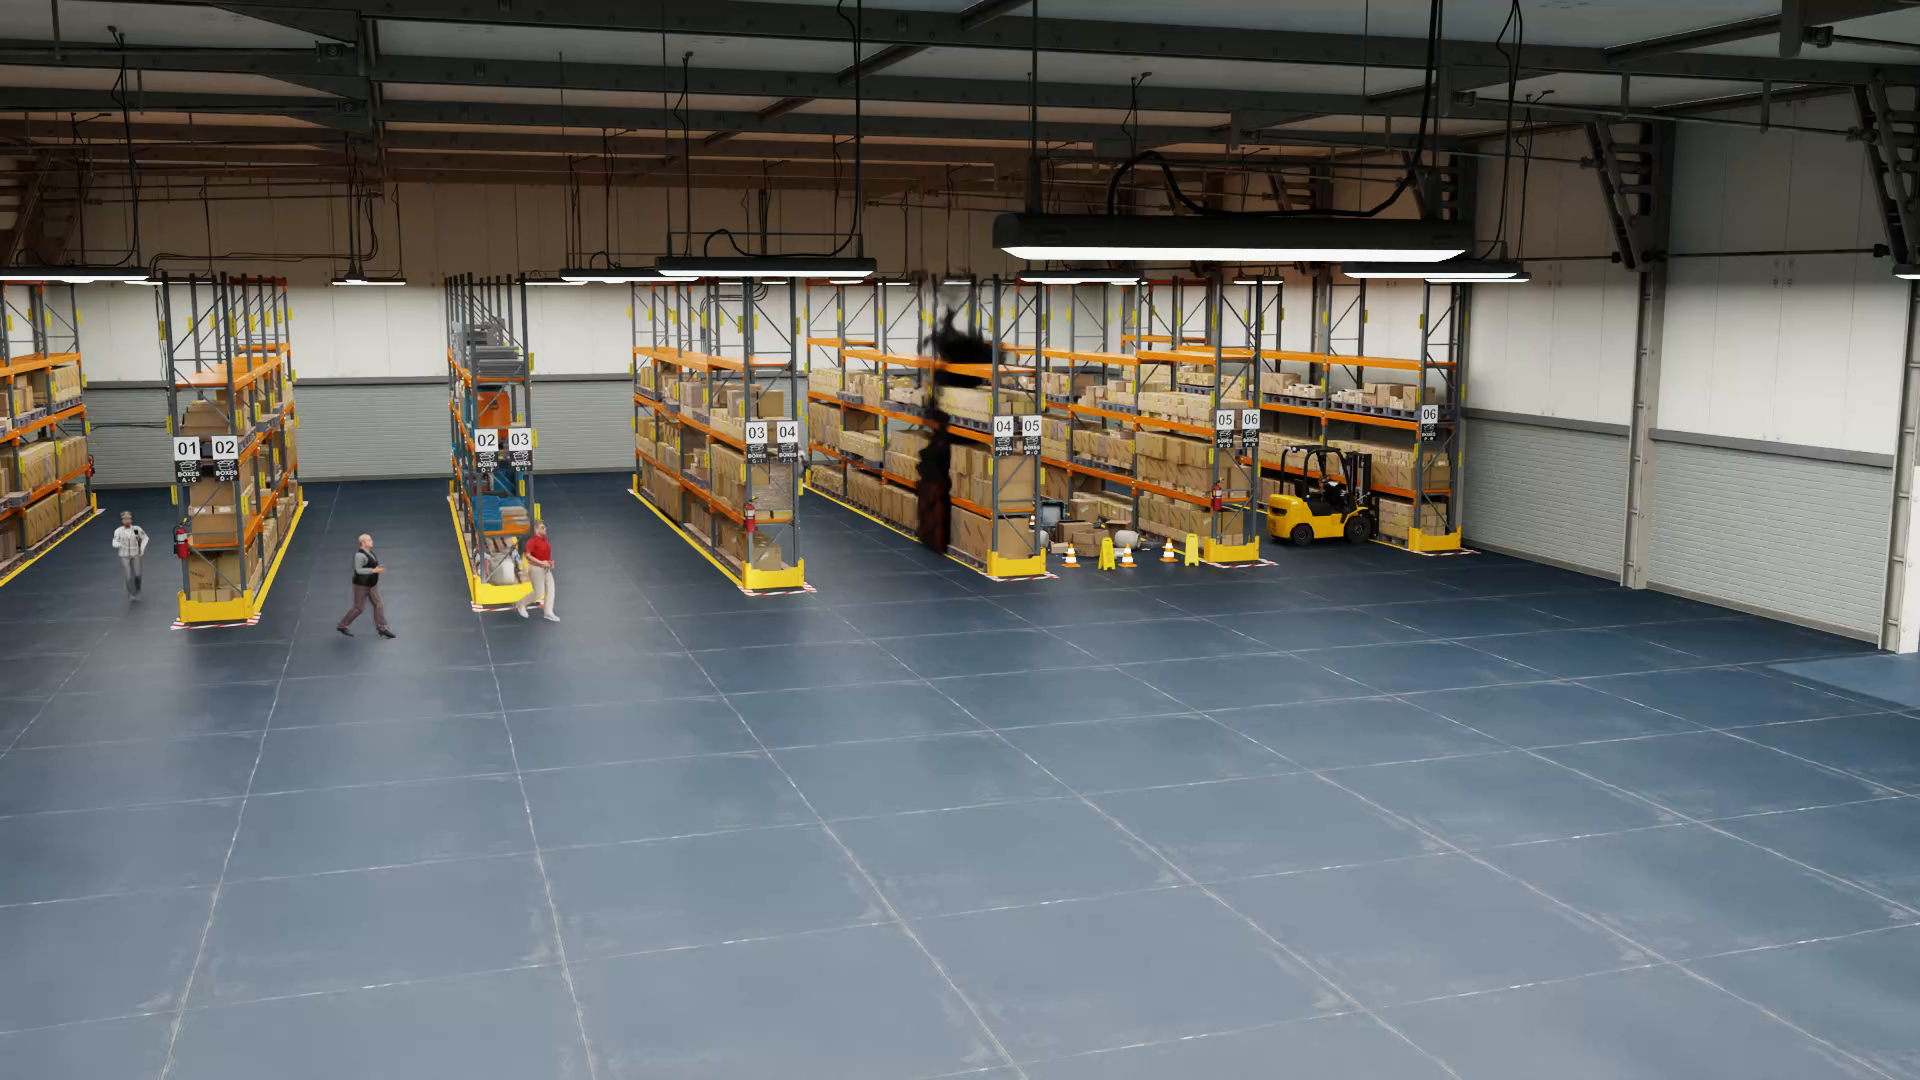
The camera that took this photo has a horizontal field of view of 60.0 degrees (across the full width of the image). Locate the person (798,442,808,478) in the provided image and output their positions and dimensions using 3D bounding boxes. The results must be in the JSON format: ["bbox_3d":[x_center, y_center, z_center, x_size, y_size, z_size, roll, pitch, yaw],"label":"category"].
[{"bbox_3d":[-4.400,-1.815,44.654,0.570,1.669,0.891,-4,10,-26],"label":"person"}]

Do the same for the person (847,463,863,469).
[{"bbox_3d":[-3.283,-2.638,49.734,0.789,1.774,0.686,6,11,36],"label":"person"}]

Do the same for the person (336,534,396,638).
[{"bbox_3d":[-9.767,0.768,27.235,0.924,1.735,0.623,1,9,5],"label":"person"}]

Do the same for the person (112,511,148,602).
[{"bbox_3d":[-15.180,0.316,30.454,0.596,1.685,0.614,-4,9,-24],"label":"person"}]

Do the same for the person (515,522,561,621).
[{"bbox_3d":[-7.327,0.545,28.885,0.795,1.732,0.689,2,9,15],"label":"person"}]
